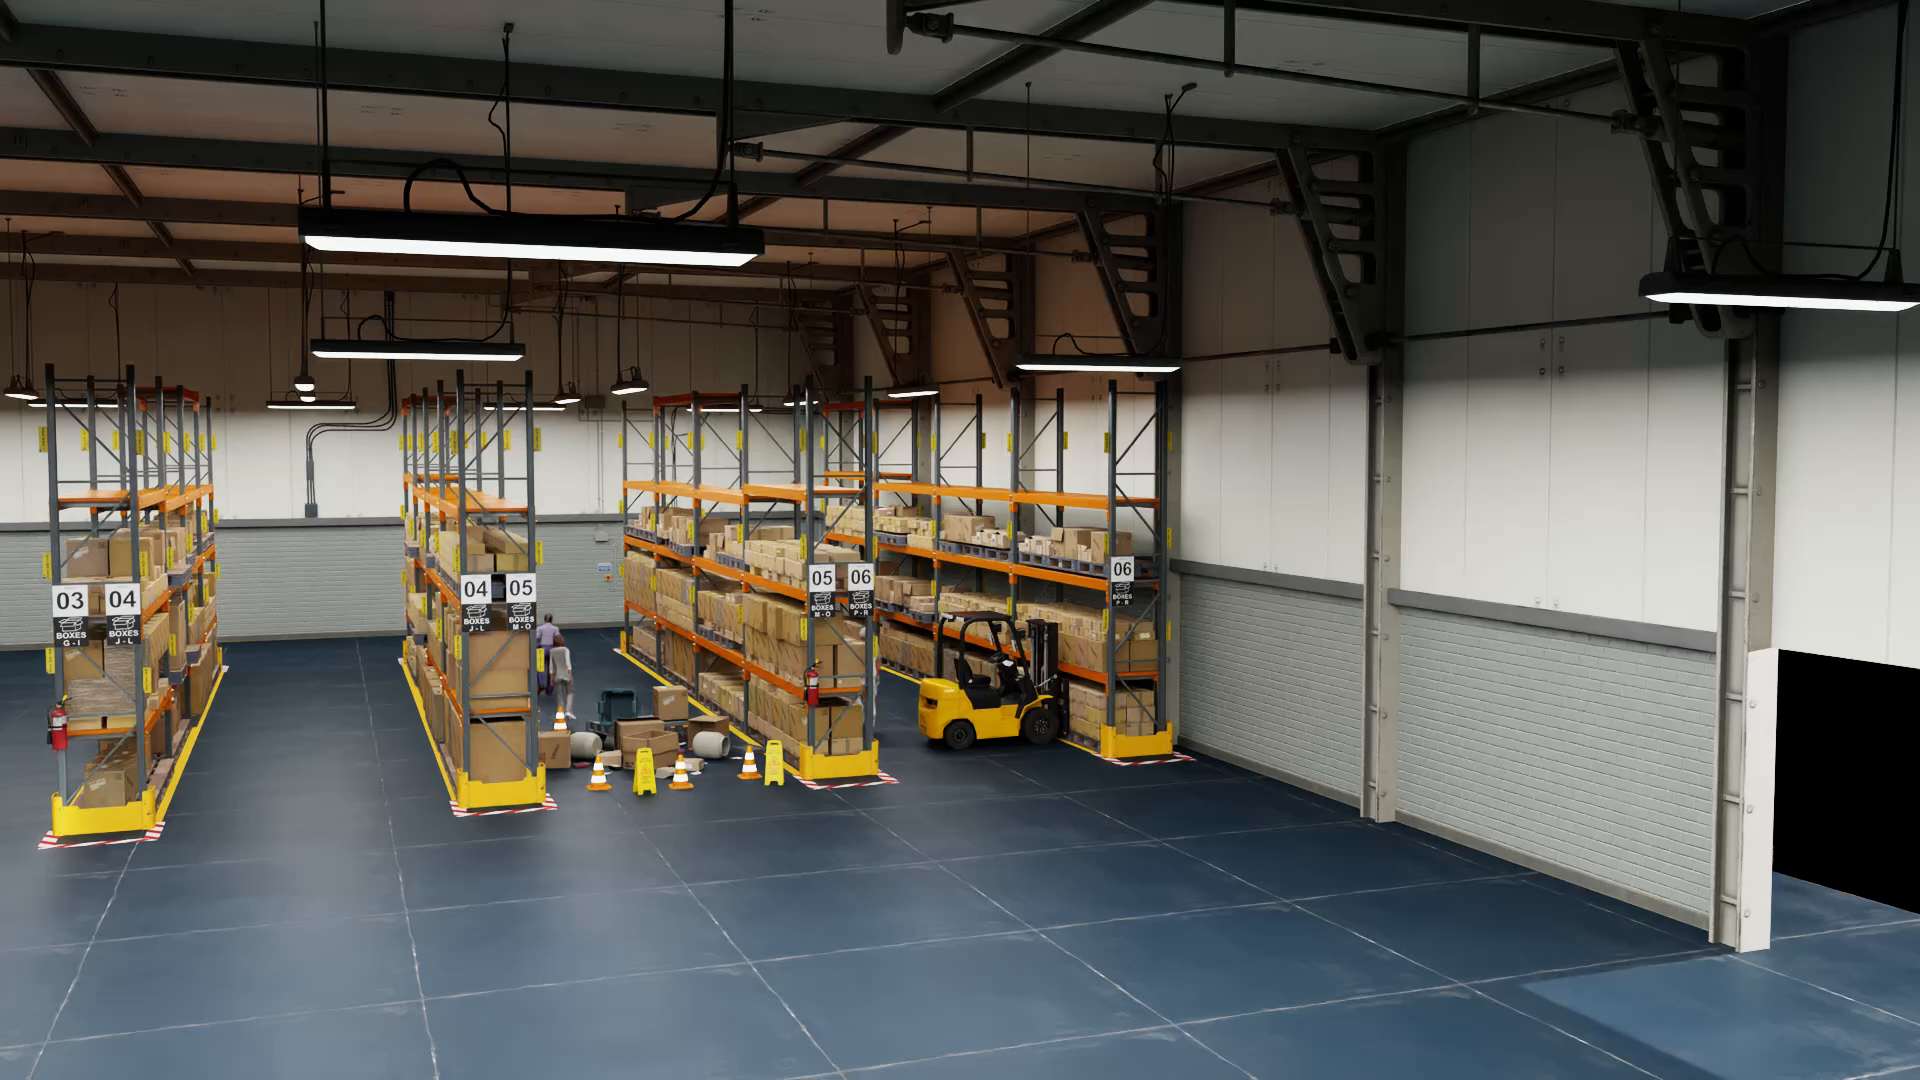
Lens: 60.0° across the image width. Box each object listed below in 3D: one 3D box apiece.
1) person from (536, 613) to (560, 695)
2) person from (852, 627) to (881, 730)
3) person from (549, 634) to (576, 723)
[{"bbox_3d":[-8.169,2.275,32.865,0.567,1.622,0.625,-1,4,-19],"label":"person"},{"bbox_3d":[-1.642,2.435,28.978,0.588,1.826,0.548,-2,4,-25],"label":"person"},{"bbox_3d":[-7.073,2.471,29.553,0.453,1.585,0.441,-1,3,-15],"label":"person"}]
